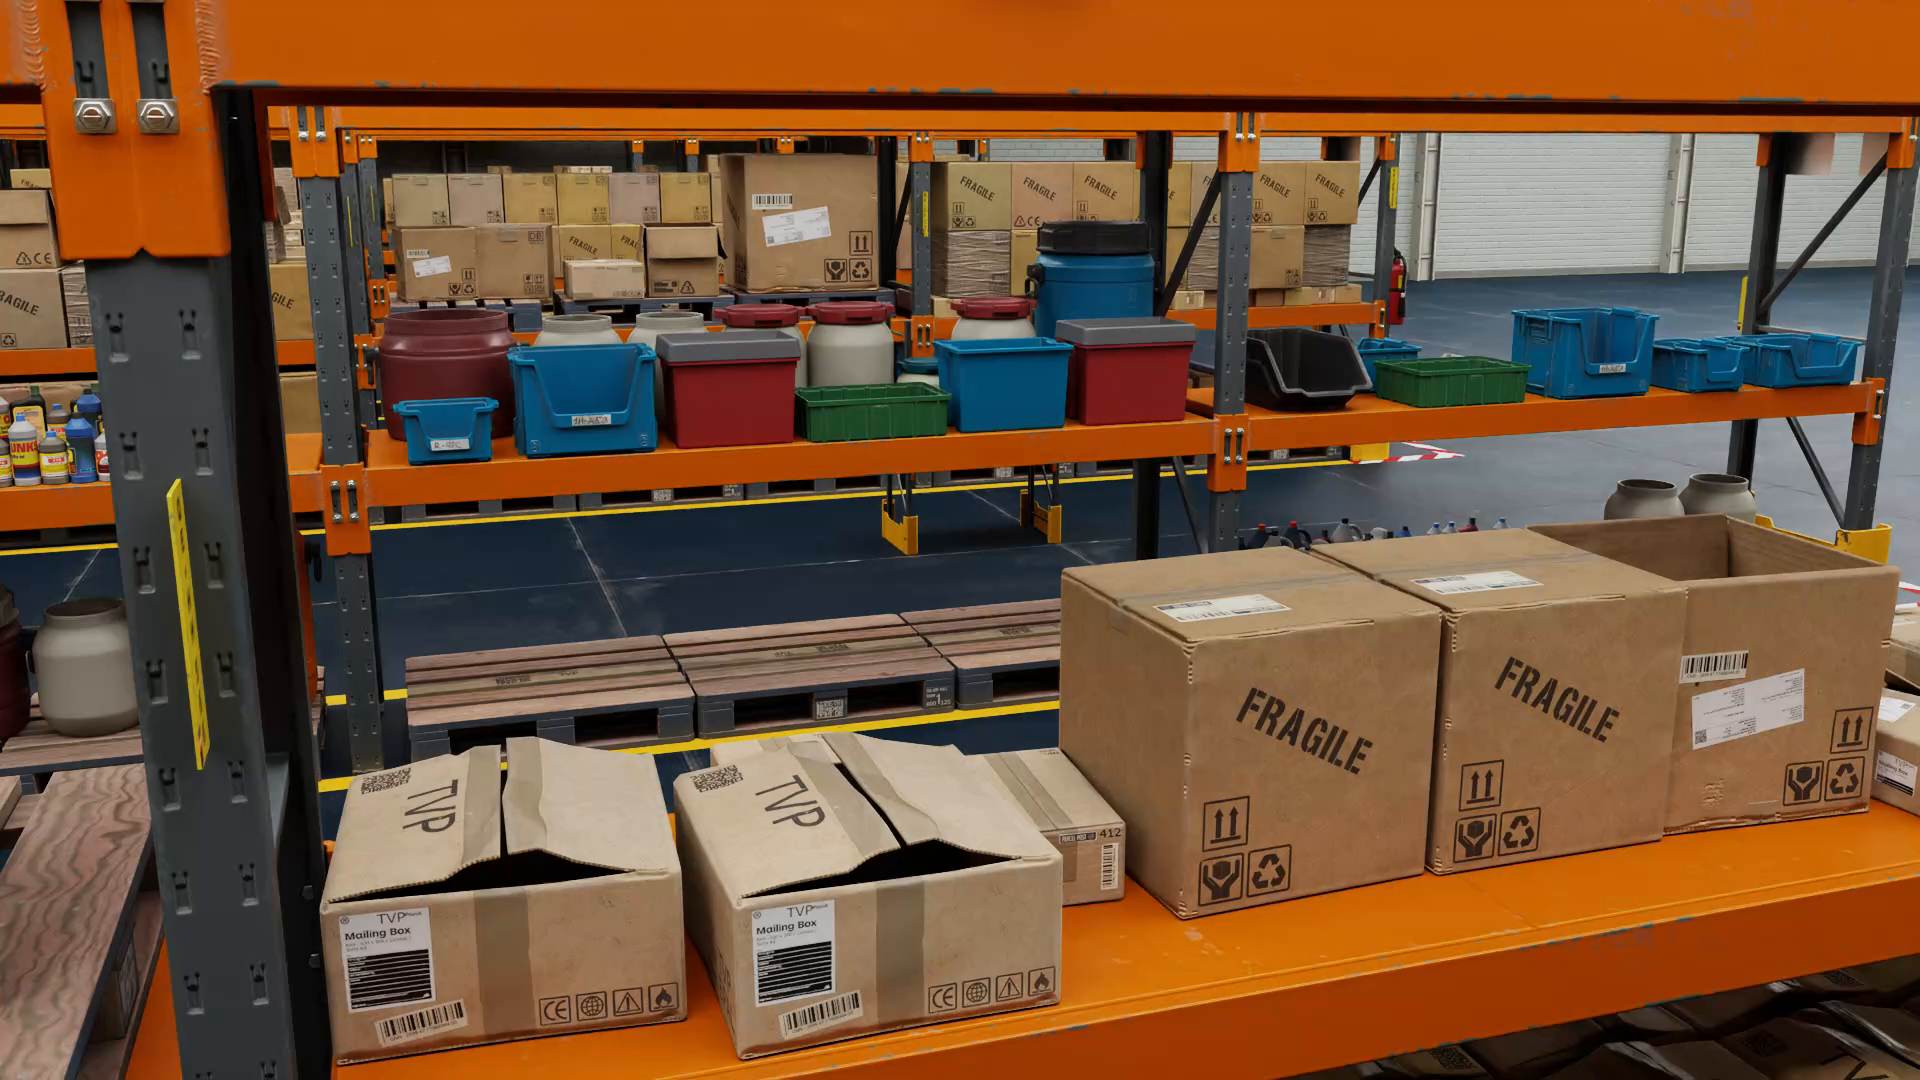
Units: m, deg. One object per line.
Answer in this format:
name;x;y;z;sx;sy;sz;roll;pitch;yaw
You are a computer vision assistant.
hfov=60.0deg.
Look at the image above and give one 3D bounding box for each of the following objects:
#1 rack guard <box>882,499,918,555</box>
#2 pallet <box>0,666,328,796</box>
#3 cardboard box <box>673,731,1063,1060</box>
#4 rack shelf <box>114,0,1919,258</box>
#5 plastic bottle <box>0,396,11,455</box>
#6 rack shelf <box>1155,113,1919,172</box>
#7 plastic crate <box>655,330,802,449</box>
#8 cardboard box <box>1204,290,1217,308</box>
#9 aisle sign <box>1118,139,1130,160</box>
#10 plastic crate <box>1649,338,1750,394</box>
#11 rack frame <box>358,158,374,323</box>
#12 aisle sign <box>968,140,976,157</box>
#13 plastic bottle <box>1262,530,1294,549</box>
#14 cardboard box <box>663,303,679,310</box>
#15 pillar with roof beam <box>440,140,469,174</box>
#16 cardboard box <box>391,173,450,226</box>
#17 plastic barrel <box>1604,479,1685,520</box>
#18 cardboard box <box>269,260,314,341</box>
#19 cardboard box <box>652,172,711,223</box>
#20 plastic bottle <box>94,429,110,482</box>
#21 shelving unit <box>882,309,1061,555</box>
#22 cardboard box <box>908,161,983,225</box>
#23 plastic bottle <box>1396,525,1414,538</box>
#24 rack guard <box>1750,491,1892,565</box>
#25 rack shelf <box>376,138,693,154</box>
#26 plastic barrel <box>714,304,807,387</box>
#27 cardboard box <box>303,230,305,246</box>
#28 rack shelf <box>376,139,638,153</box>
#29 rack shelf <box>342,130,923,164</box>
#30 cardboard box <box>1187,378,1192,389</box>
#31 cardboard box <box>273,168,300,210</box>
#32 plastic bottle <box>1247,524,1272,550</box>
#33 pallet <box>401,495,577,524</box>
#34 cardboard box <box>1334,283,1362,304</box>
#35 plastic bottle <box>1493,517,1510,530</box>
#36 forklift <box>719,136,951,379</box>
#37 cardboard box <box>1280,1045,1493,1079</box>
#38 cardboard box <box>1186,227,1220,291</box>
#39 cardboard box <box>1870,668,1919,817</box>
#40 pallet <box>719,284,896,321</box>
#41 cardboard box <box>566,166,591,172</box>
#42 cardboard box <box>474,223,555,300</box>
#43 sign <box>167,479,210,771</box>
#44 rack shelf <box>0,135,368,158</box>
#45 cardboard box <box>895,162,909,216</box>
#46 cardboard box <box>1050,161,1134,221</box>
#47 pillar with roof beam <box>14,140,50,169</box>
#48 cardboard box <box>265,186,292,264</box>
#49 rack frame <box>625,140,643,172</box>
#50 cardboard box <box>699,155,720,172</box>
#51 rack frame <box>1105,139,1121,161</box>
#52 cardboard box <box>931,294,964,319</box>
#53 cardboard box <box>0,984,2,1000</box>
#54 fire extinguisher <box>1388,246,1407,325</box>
rack guard;-0.400;-0.090;10.983;0.087;0.250;0.587;-4;14;-18
pallet;-3.382;0.841;7.150;1.213;0.211;1.003;-4;14;-18
cardboard box;-0.162;0.524;2.652;0.500;0.311;0.500;-5;14;-19
rack shelf;0.824;-0.753;2.899;4.000;0.370;1.077;-4;14;-18
plastic bottle;-4.063;-0.496;7.022;0.097;0.271;0.097;0;13;0
rack shelf;3.039;-2.135;8.709;4.000;0.370;1.077;-4;14;-18
plastic crate;-1.019;-0.666;7.323;0.583;0.464;0.402;-4;14;-18
cardboard box;1.971;-1.975;13.507;0.250;0.149;0.380;-4;14;-18
aisle sign;1.840;-4.691;18.762;0.004;0.787;0.394;-4;14;-18
plastic crate;3.938;-0.952;8.983;0.408;0.251;0.499;-4;14;-18
rack frame;-7.388;-3.843;20.815;0.127;3.000;1.000;-4;14;-18
aisle sign;0.154;-5.770;23.302;0.004;0.787;0.394;-4;14;-18
plastic bottle;1.708;0.118;8.940;0.185;0.351;0.144;-4;14;-18
cardboard box;-4.093;-3.024;22.147;0.625;0.372;0.950;-4;14;-17
pillar with roof beam;-6.654;-7.199;21.963;0.400;9.000;9.100;-4;14;-18
cardboard box;-5.285;-3.330;16.285;0.500;0.500;0.700;-5;14;-18
plastic barrel;3.860;-0.065;9.402;0.421;0.512;0.421;0;13;0
cardboard box;-4.616;-1.627;11.284;0.500;0.500;0.500;-4;14;-16
cardboard box;-2.878;-3.518;17.075;0.500;0.500;0.700;-5;14;-19
plastic bottle;-3.321;-0.334;6.494;0.097;0.201;0.097;0;13;0
shelving unit;0.072;-0.735;10.993;1.083;1.500;0.587;-4;14;-18
cardboard box;-0.098;-2.738;13.150;0.500;0.500;0.500;-4;14;-18
plastic bottle;2.505;0.053;9.382;0.097;0.271;0.097;0;13;0
rack guard;4.877;0.059;9.815;0.348;0.500;1.175;-4;14;-18
rack shelf;-5.493;-5.099;21.172;4.000;0.370;1.077;-4;14;-18
plastic barrel;-0.939;-0.836;7.880;0.433;0.535;0.433;0;13;0
cardboard box;-6.037;-2.855;15.655;0.250;0.149;0.380;-4;14;-17
rack shelf;-7.079;-6.188;25.747;4.000;0.370;1.077;-4;14;-18
rack shelf;-2.332;-2.926;12.034;4.000;0.370;1.077;-4;14;-18
cardboard box;1.602;-1.112;13.828;0.500;0.500;0.500;-3;14;-13
cardboard box;-8.279;-4.242;20.119;0.500;0.500;0.500;-4;14;-17
plastic bottle;1.662;0.086;9.073;0.185;0.351;0.144;-5;14;-20
pallet;-3.487;-0.370;12.241;1.213;0.211;1.003;-4;14;-18
cardboard box;3.150;-2.071;13.910;0.250;0.149;0.380;-4;14;-18
plastic bottle;3.116;0.006;9.583;0.097;0.271;0.097;0;13;0
forklift;-1.590;-2.425;15.002;3.031;2.935;1.130;-4;14;-18
cardboard box;0.792;1.159;3.611;0.500;0.311;0.500;-4;14;-17
cardboard box;1.901;-2.328;13.587;0.500;0.500;0.875;-4;14;-18
cardboard box;1.945;0.379;3.357;0.258;0.266;0.396;-5;14;-19
pallet;-1.207;-1.846;12.838;1.213;0.211;1.003;-4;14;-18
cardboard box;-4.864;-4.688;21.203;0.250;0.149;0.380;-5;14;-20
cardboard box;-3.231;-2.034;12.087;0.500;0.500;0.700;-2;14;-10
sign;-0.890;0.097;1.920;0.005;0.325;0.100;-4;14;-18
rack shelf;-7.609;-3.726;15.398;4.000;0.370;1.077;-4;14;-18
cardboard box;-0.522;-3.753;17.783;0.550;0.550;0.875;-4;14;-18
cardboard box;1.019;-2.696;12.973;0.500;0.500;0.500;-4;14;-18
pillar with roof beam;-12.340;-6.756;20.101;0.400;9.000;9.100;-4;14;-18
cardboard box;-4.926;-2.155;11.338;0.637;0.503;0.797;-4;14;-16
rack frame;-5.184;-5.226;26.632;0.127;3.000;1.000;-4;14;-18
cardboard box;-3.111;-4.802;21.831;0.500;0.500;0.700;-5;14;-19
rack frame;1.868;-3.355;18.765;0.127;3.000;1.000;-4;14;-18
cardboard box;-0.137;-1.792;12.737;0.250;0.149;0.380;-4;14;-18
cardboard box;-1.633;0.322;2.183;0.500;0.500;0.700;-10;17;-37
fire extinguisher;3.610;-2.129;13.779;0.183;0.674;0.296;-4;14;-18
